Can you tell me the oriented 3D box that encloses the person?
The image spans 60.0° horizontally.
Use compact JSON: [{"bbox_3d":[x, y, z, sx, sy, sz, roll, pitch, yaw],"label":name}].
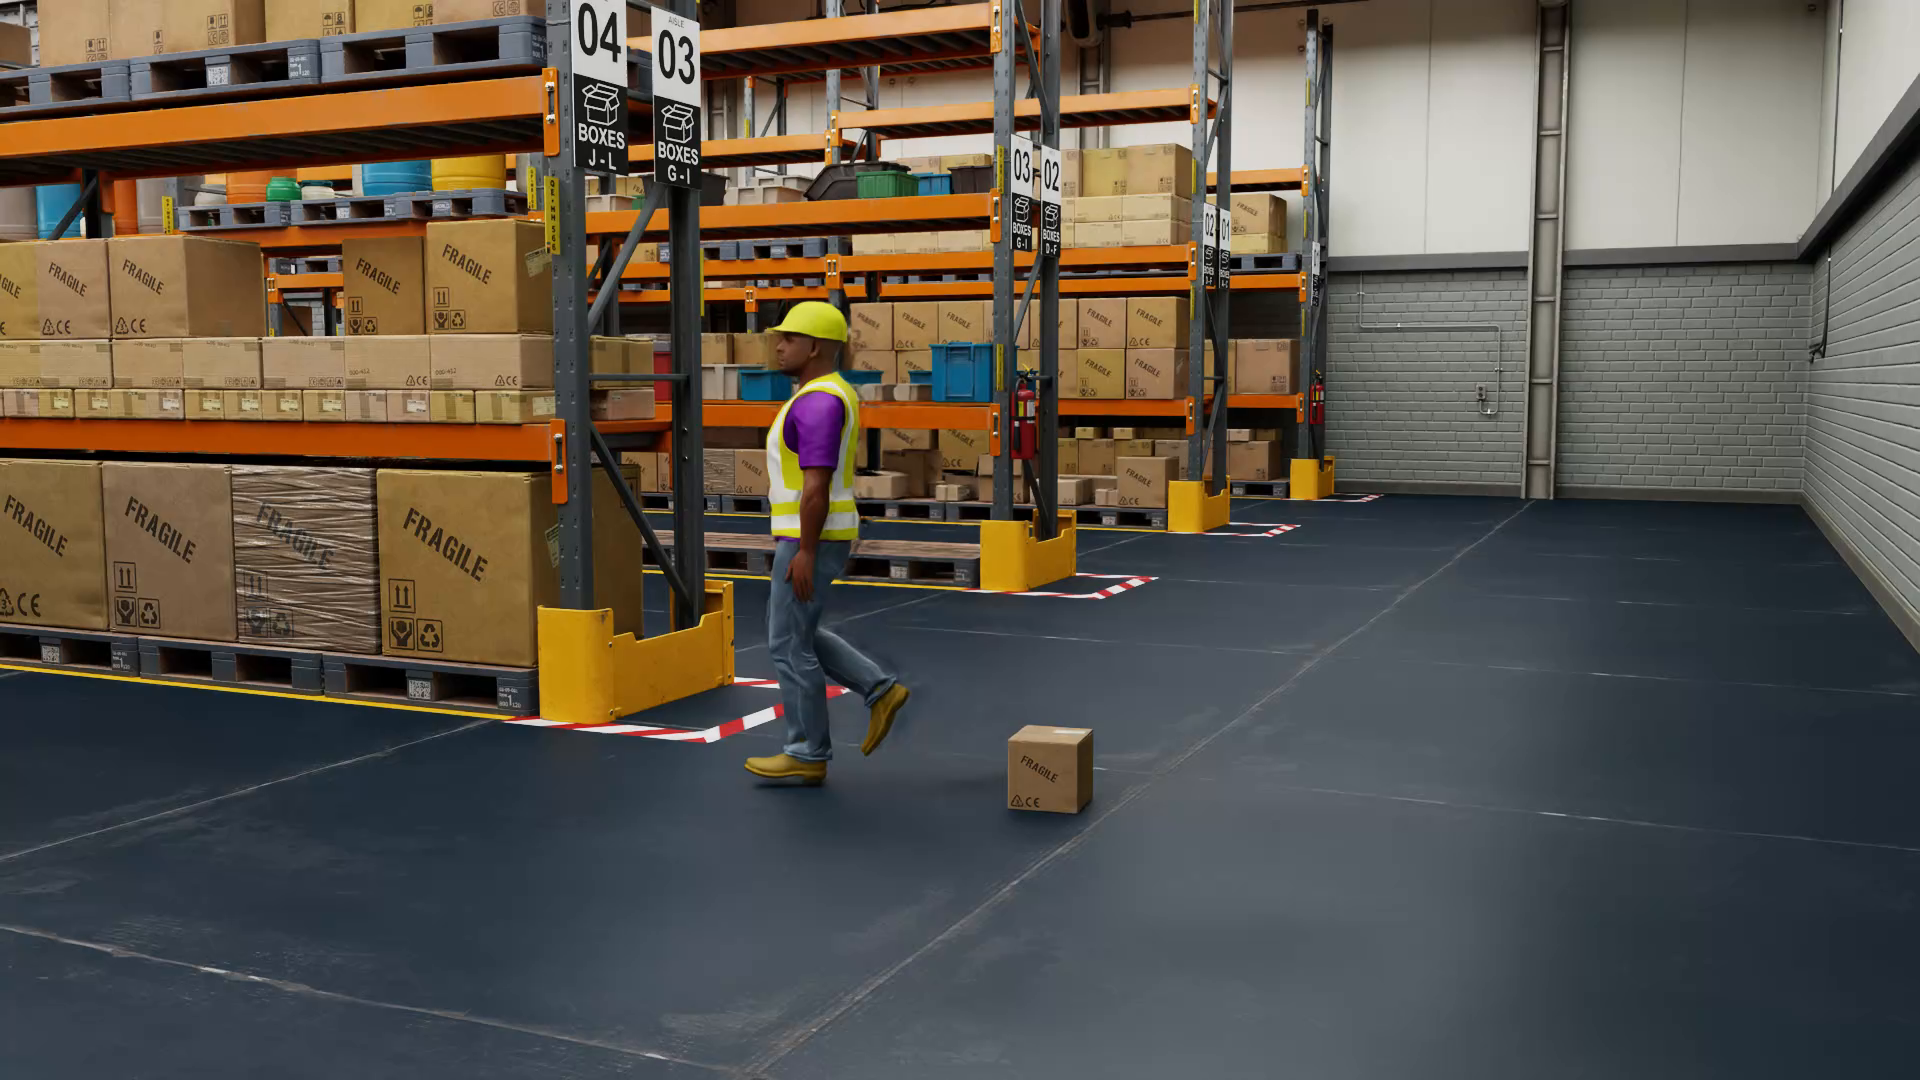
[{"bbox_3d":[-0.582,-0.003,6.161,0.508,1.759,0.604,0,6,1],"label":"person"}]
